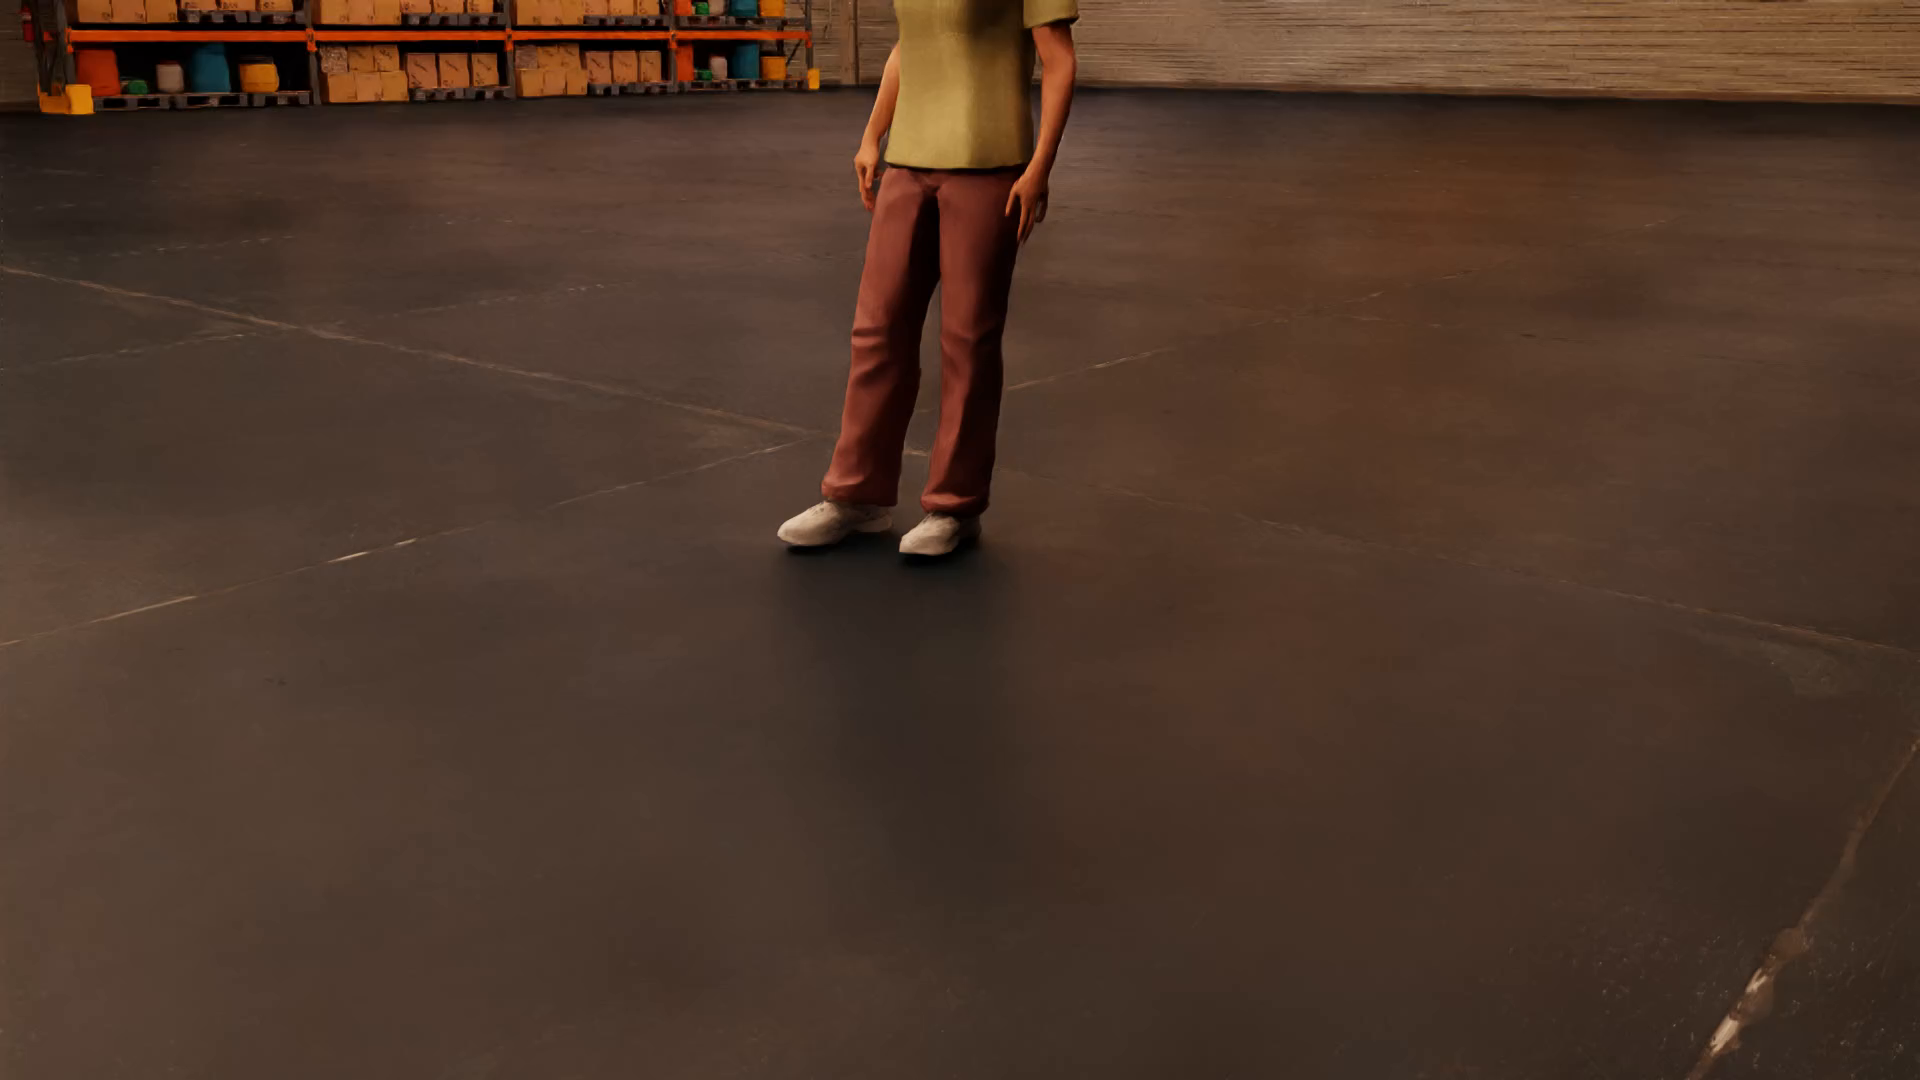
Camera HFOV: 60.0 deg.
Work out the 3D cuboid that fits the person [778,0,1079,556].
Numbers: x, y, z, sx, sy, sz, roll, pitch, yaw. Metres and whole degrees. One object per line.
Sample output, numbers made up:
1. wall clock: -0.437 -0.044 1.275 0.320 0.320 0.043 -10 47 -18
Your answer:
1. person: -0.055 -0.794 3.648 0.554 1.674 0.548 13 21 37
